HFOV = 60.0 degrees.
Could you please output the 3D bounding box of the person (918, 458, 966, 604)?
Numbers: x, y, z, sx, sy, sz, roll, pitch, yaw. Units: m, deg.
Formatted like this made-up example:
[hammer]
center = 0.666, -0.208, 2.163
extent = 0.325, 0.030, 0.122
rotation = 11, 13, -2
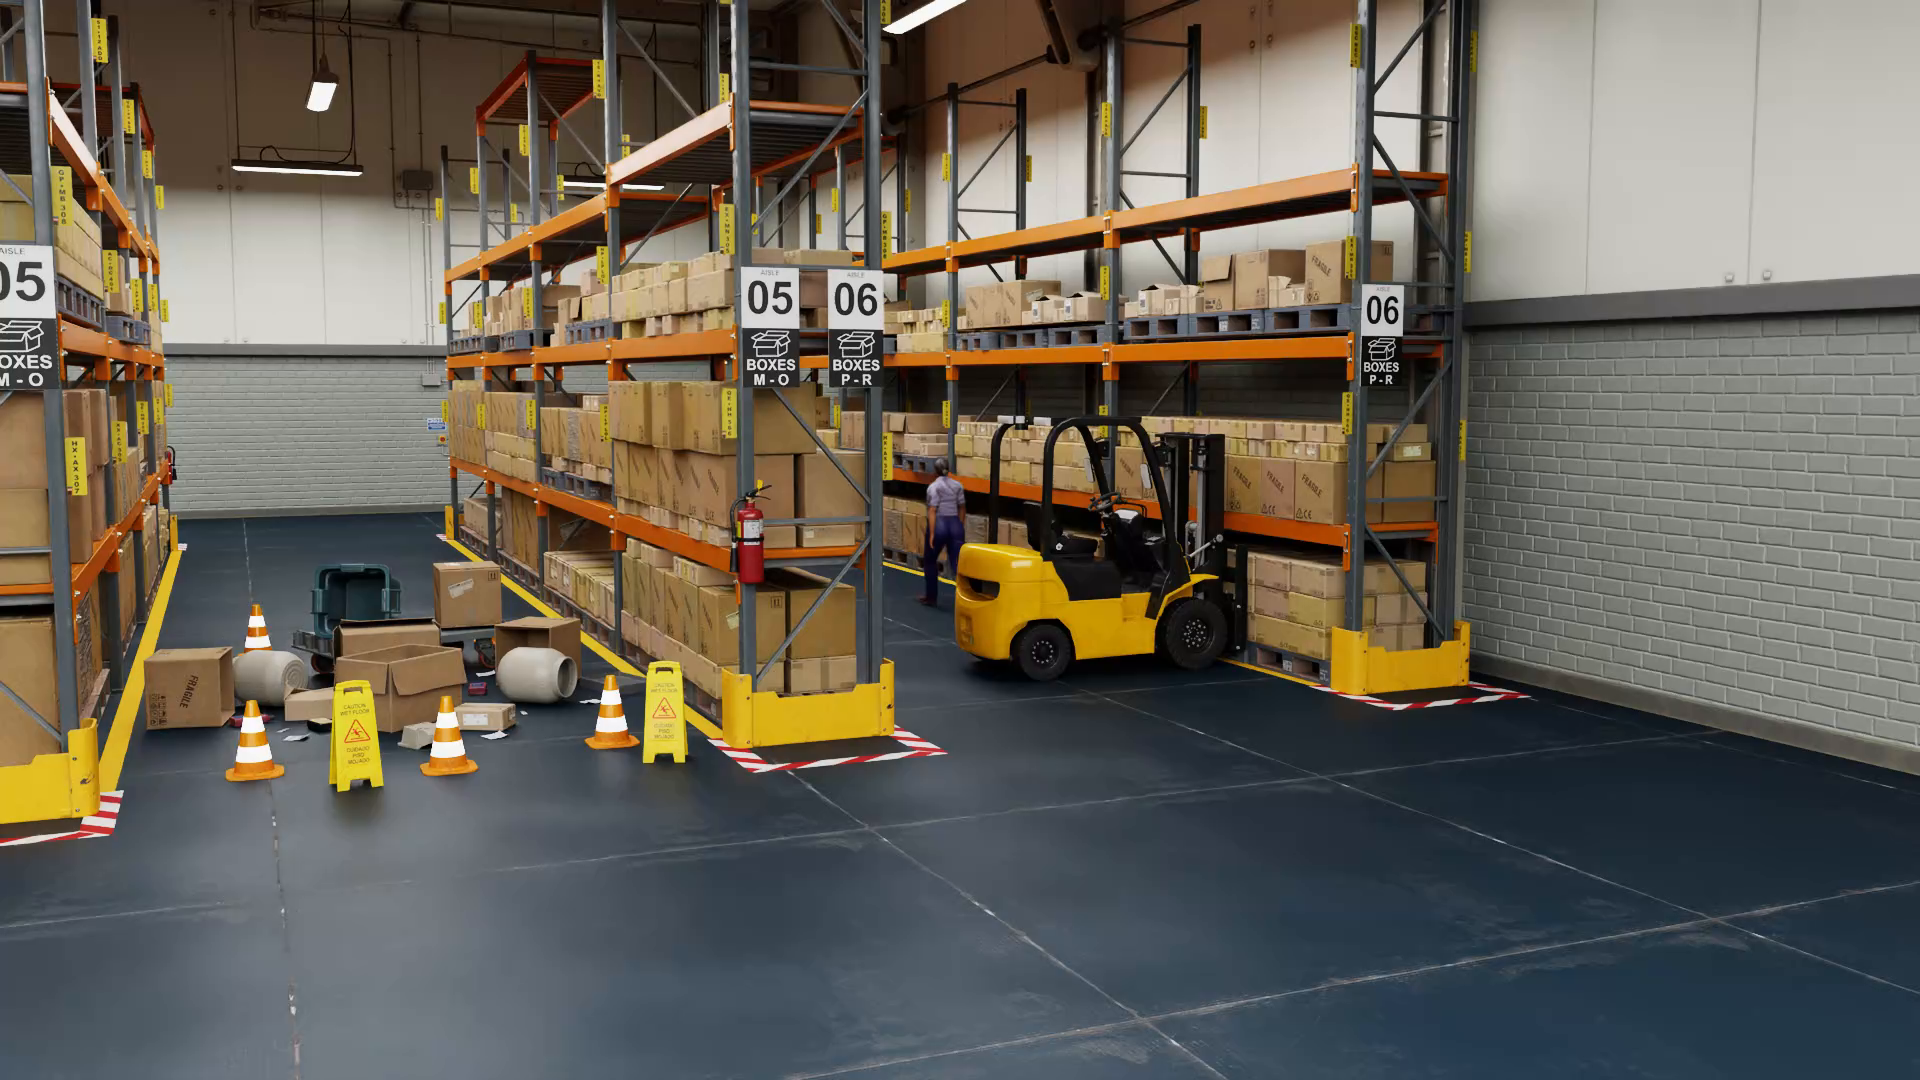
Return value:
[person]
center = -0.128, -0.084, 17.958
extent = 0.489, 1.603, 0.957
rotation = -3, 6, -28
